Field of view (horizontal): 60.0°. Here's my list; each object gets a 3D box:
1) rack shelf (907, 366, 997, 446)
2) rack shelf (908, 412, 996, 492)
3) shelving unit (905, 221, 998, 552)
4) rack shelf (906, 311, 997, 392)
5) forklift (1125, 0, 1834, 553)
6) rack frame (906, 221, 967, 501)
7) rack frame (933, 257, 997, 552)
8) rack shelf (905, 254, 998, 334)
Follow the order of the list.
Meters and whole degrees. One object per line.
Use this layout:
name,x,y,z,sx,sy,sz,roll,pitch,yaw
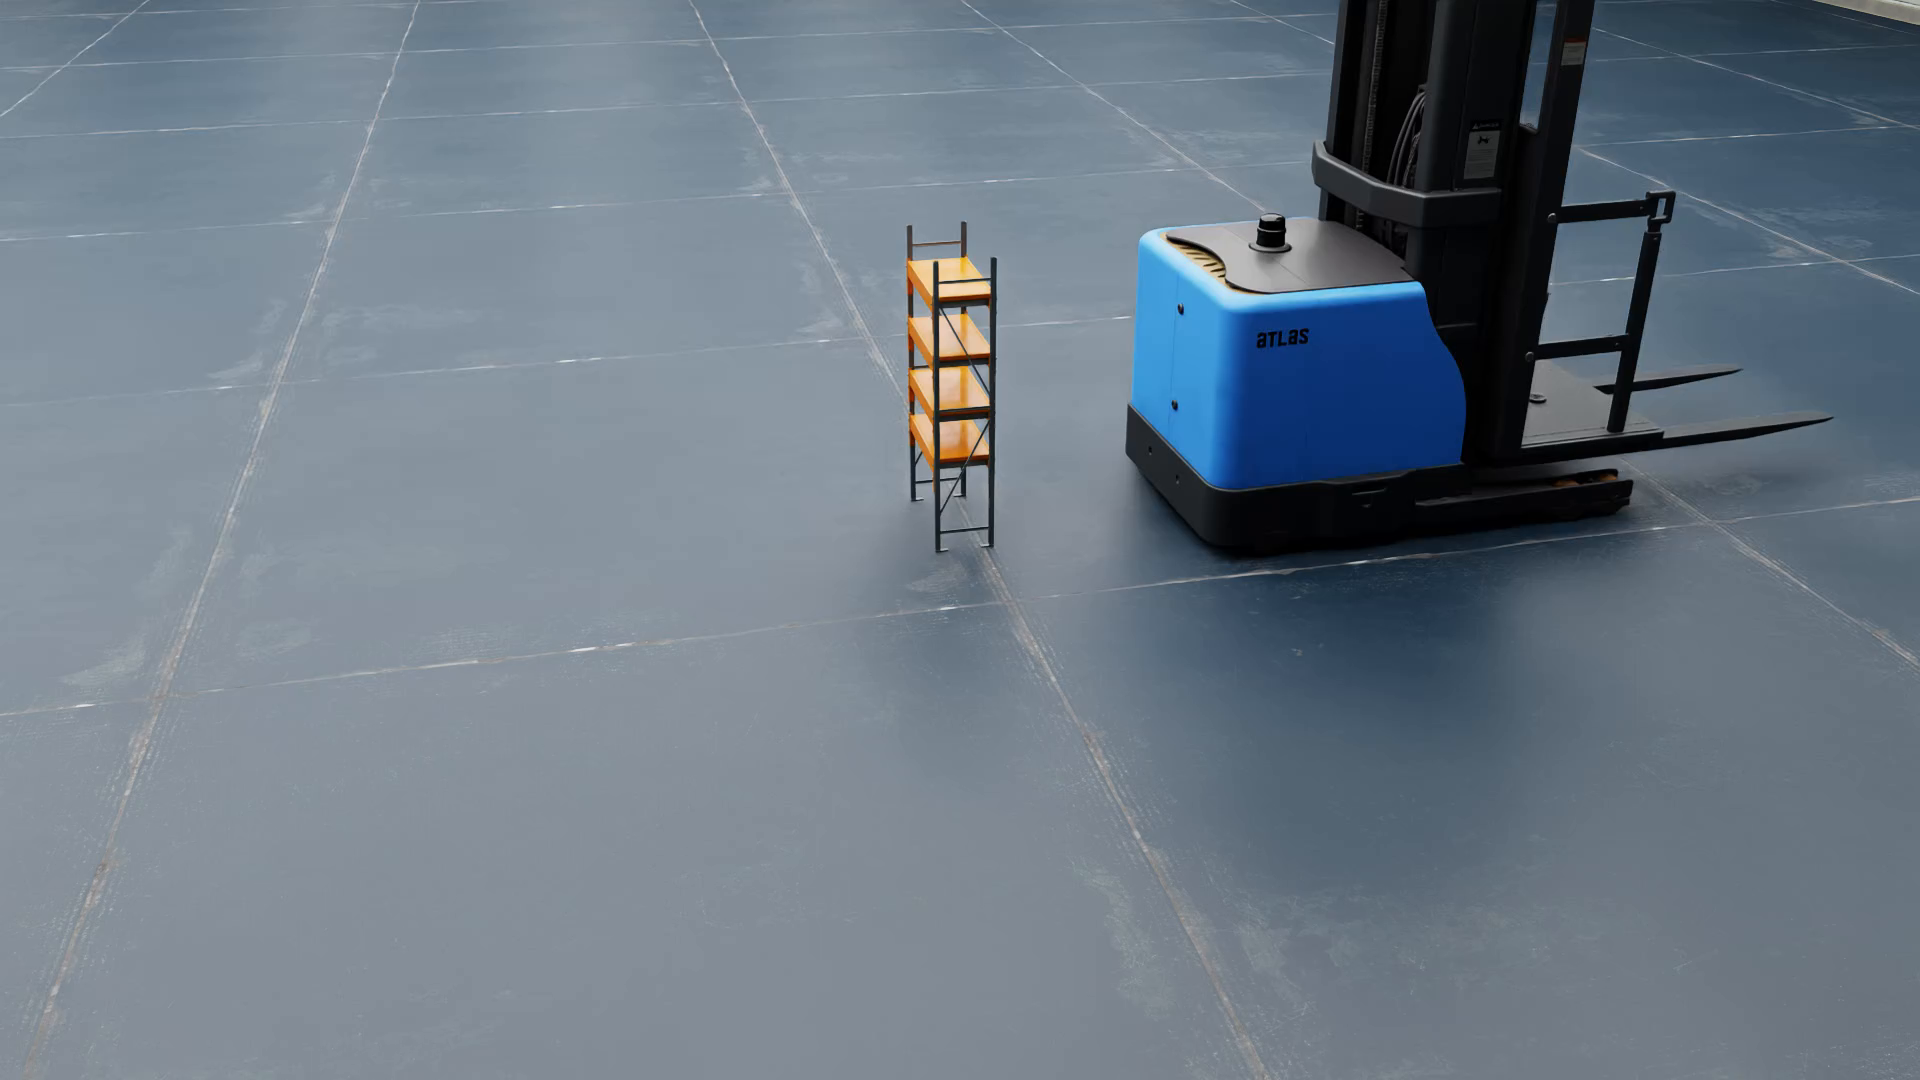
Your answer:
rack shelf,-0.037,-0.548,6.654,0.258,0.148,0.480,-6,27,-12
rack shelf,-0.037,-0.371,6.743,0.258,0.148,0.480,-6,27,-12
shelving unit,-0.037,-0.608,6.624,0.258,1.200,0.503,-6,27,-12
rack shelf,-0.037,-0.748,6.553,0.258,0.148,0.480,-6,27,-12
forklift,2.307,-1.616,6.699,3.031,2.935,1.130,-7,28,-14
rack frame,-0.092,-0.715,6.836,0.240,1.200,0.015,-6,27,-12
rack frame,0.018,-0.501,6.411,0.240,1.200,0.015,-6,27,-12
rack shelf,-0.037,-0.959,6.447,0.258,0.148,0.480,-6,27,-12
